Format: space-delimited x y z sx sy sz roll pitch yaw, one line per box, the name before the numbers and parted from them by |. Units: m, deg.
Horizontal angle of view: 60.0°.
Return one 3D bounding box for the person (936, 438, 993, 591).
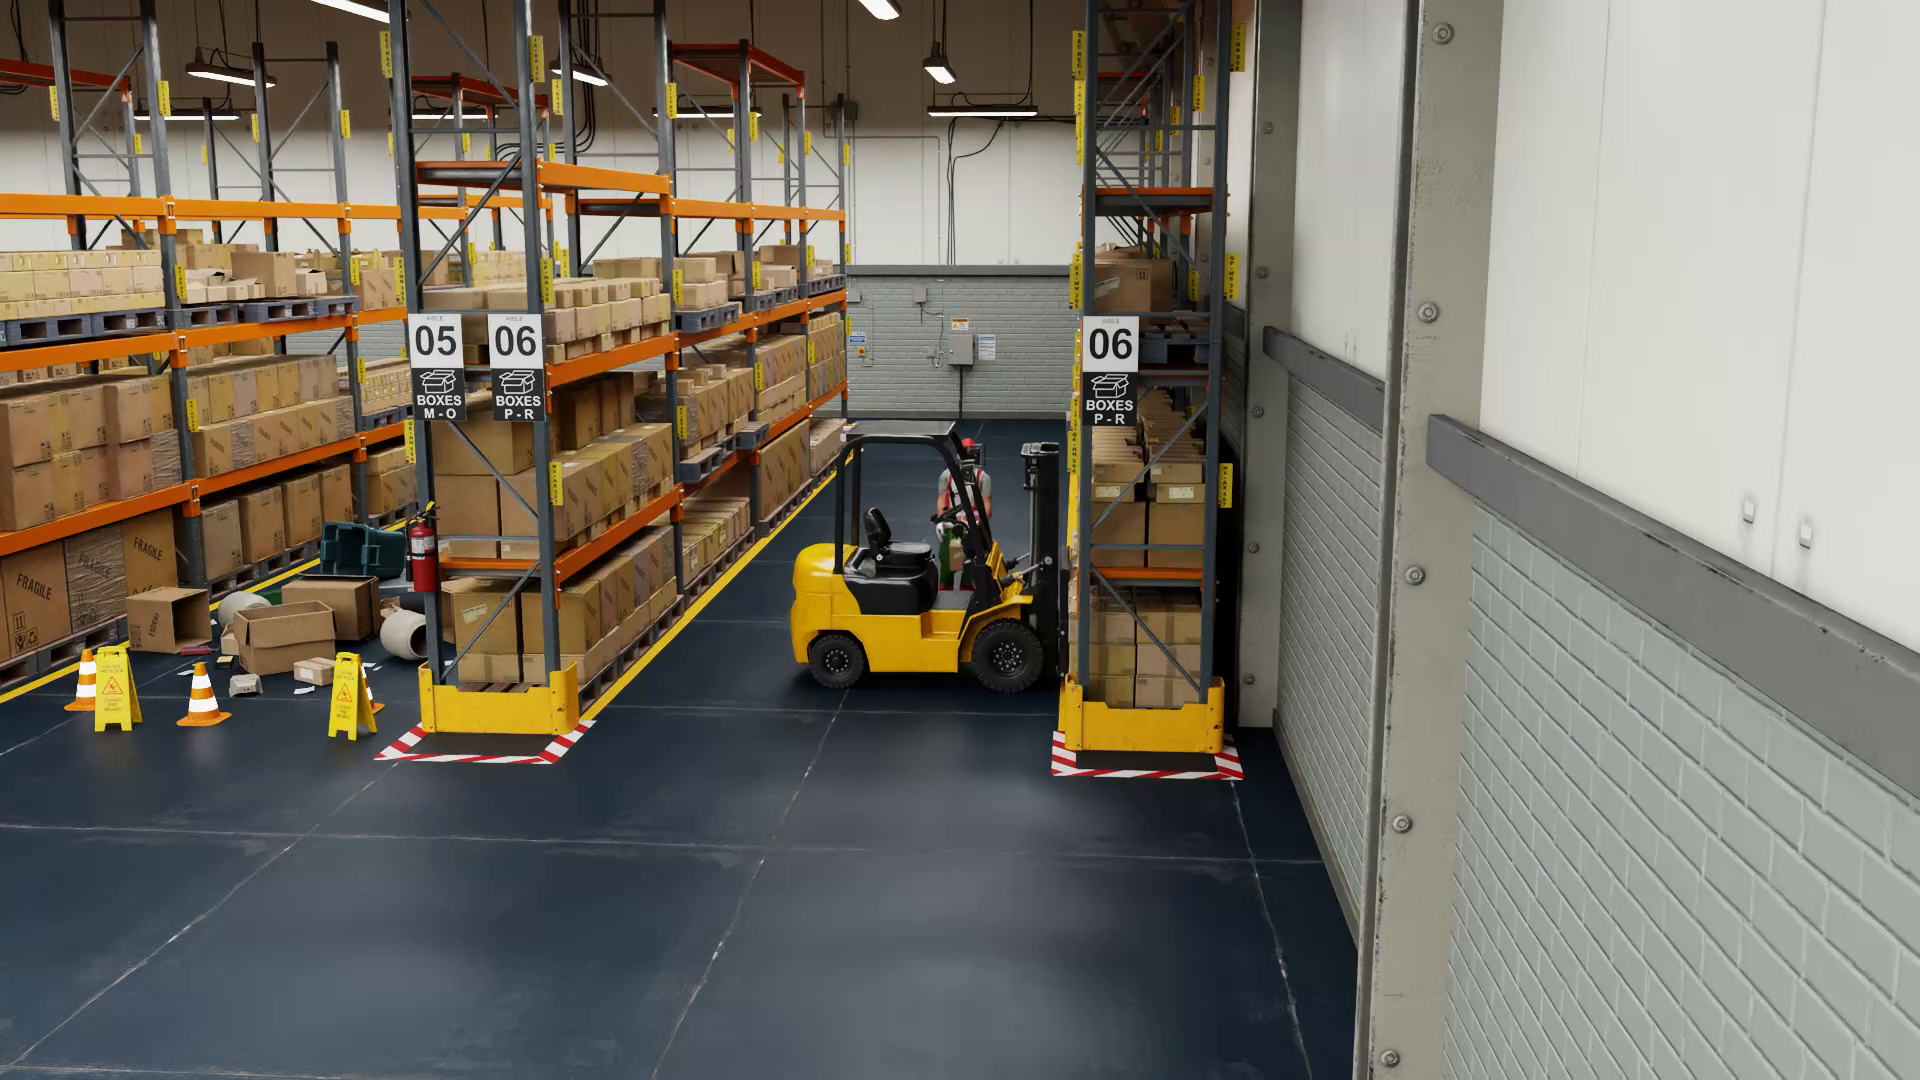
person | 0.019 -0.089 16.294 0.584 1.789 0.556 1 11 4
